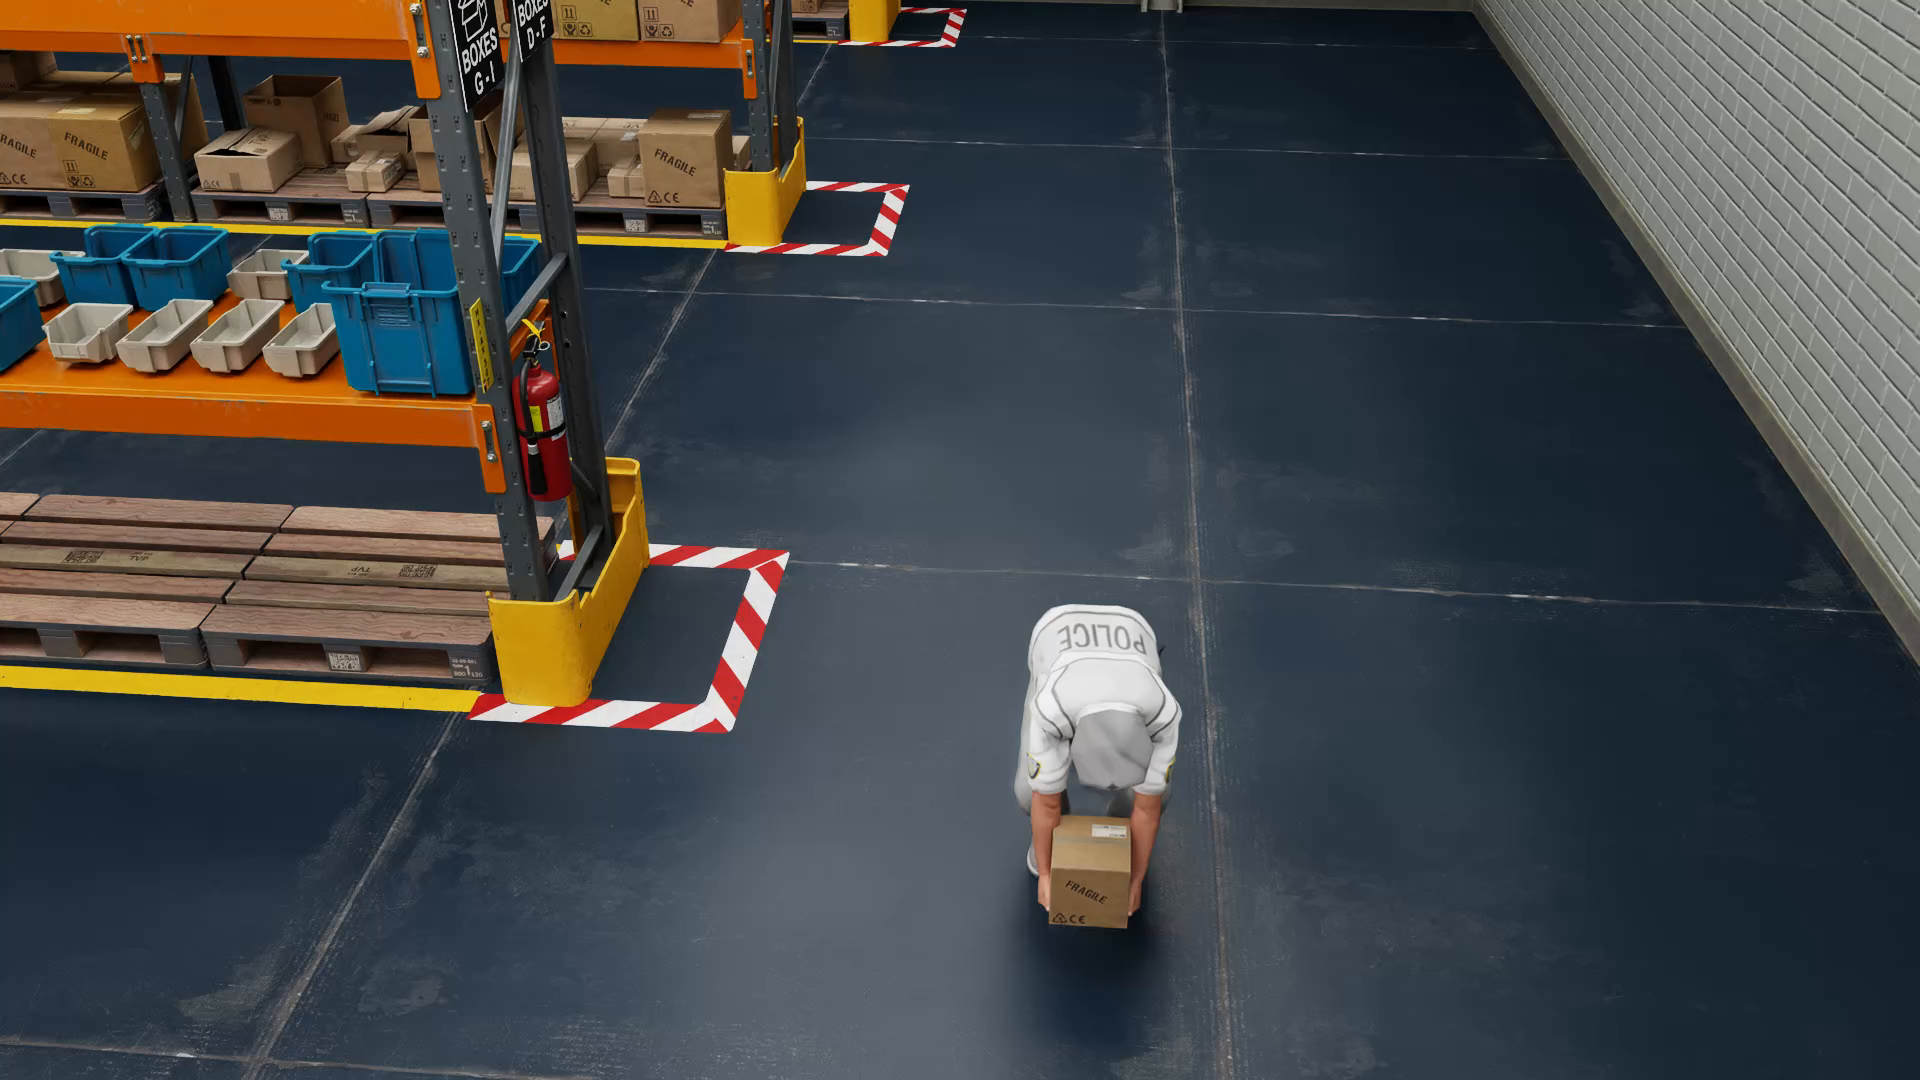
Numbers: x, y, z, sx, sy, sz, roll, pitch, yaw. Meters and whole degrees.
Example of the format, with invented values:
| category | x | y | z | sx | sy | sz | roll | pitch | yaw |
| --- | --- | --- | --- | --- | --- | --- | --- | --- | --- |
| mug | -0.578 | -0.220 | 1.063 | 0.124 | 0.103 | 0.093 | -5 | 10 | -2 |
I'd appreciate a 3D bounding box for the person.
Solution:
| category | x | y | z | sx | sy | sz | roll | pitch | yaw |
| --- | --- | --- | --- | --- | --- | --- | --- | --- | --- |
| person | 0.448 | 0.773 | 5.524 | 0.535 | 1.077 | 1.028 | 1 | 32 | 2 |
